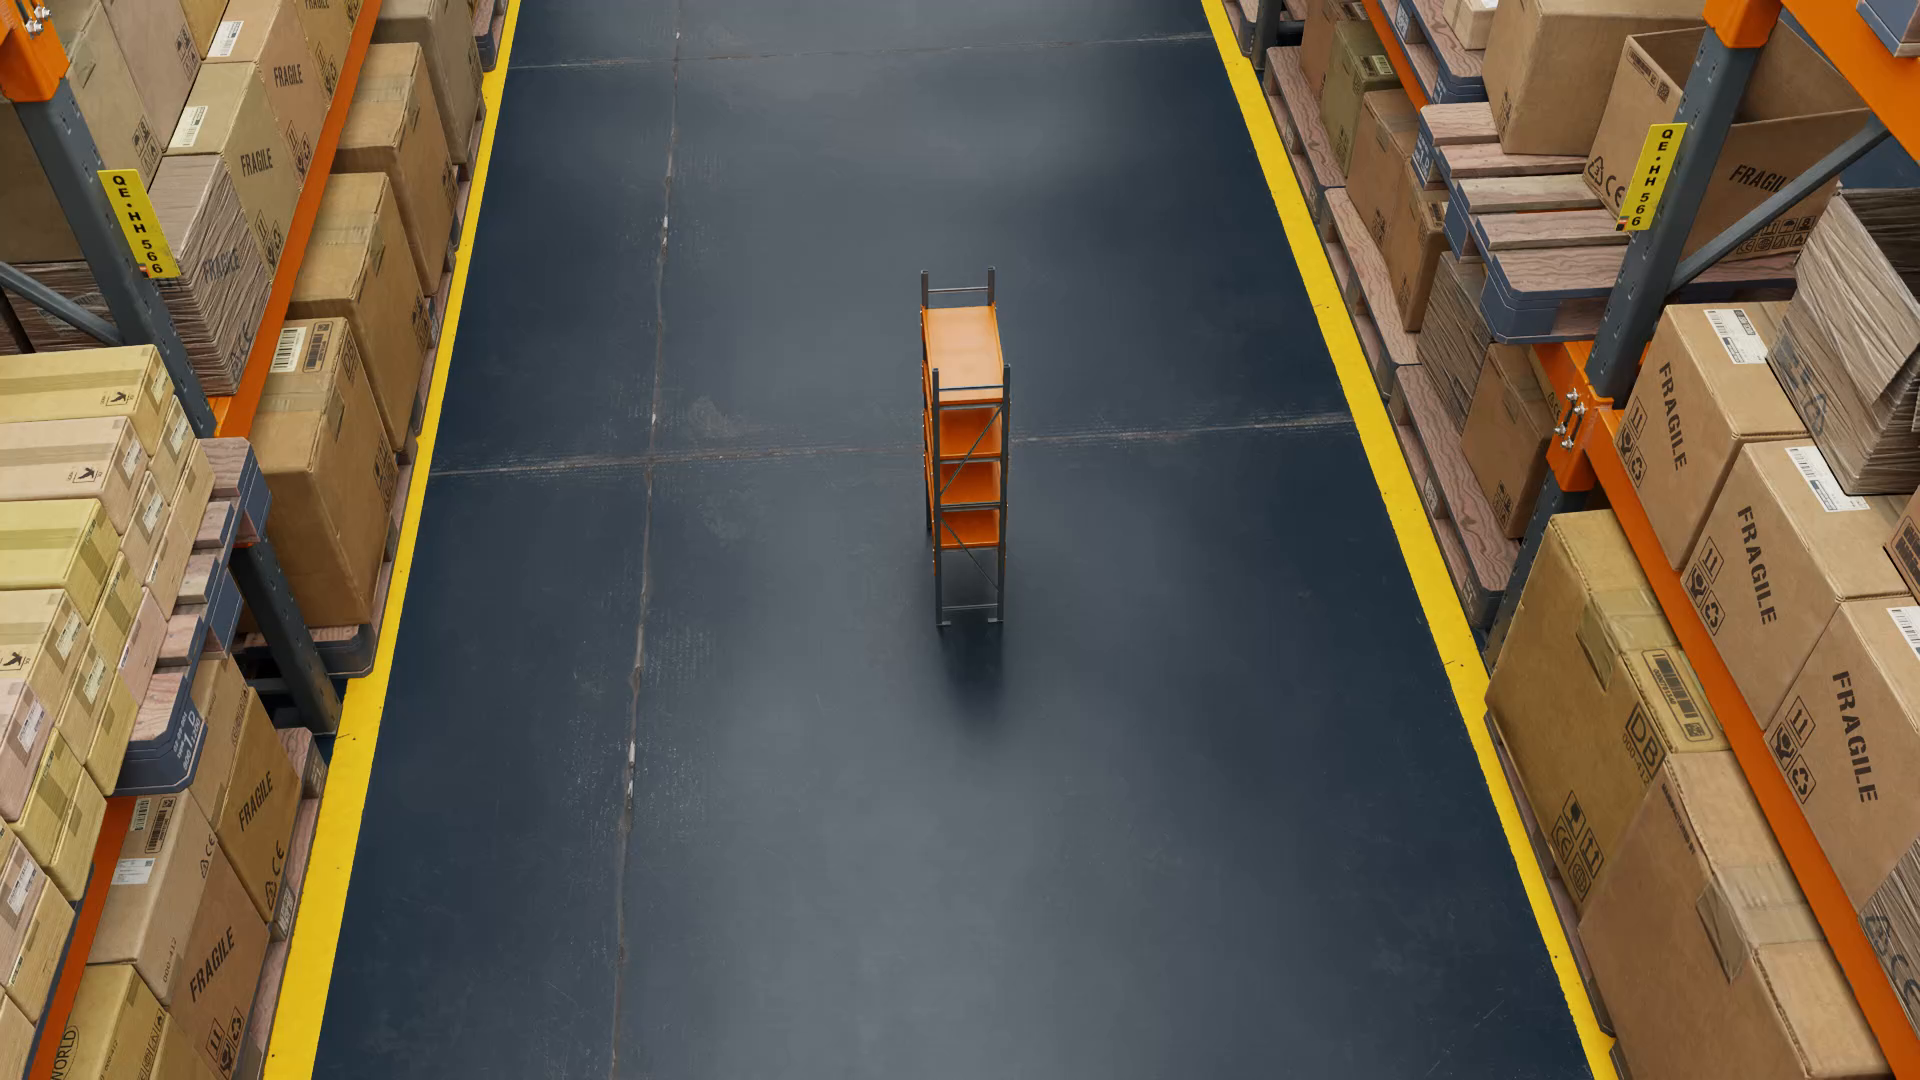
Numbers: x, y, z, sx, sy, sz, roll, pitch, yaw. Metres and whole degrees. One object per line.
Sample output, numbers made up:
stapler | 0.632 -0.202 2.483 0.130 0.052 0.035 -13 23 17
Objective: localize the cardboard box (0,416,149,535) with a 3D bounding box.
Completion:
cardboard box | -2.093 -0.136 3.787 0.380 0.149 0.250 -4 47 -4

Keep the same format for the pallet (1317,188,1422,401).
pallet | 2.178 -1.098 7.145 1.003 0.211 1.213 -3 47 -3

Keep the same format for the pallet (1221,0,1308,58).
pallet | 1.915 -3.030 8.974 1.003 0.211 1.213 -3 47 -3

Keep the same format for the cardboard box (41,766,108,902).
cardboard box | -2.028 0.629 3.472 0.380 0.149 0.250 -5 47 -5

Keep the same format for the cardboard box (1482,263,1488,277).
cardboard box | 2.201 -1.027 6.058 0.500 0.250 0.500 1 47 1

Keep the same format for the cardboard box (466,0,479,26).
cardboard box | -2.928 -3.150 8.341 0.875 0.875 0.875 -3 47 -3

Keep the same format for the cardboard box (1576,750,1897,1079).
cardboard box | 2.445 1.121 4.296 1.225 0.875 0.875 -3 47 -3

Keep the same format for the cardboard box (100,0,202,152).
cardboard box | -2.681 -1.452 4.802 0.700 0.500 0.500 -4 47 -4

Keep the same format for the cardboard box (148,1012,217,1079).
cardboard box | -2.194 1.550 4.148 0.500 0.500 0.500 -5 47 -5

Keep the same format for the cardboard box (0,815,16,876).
cardboard box | -2.006 0.617 3.073 0.380 0.149 0.250 -1 47 -1

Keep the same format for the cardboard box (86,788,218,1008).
cardboard box | -2.238 0.918 4.230 0.500 0.250 0.500 -3 47 -3

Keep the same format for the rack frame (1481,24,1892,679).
rack frame | 2.341 -0.611 4.763 1.000 3.000 0.127 -3 47 -3

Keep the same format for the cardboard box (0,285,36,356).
cardboard box | -2.915 -0.726 4.803 0.500 0.500 0.500 -3 47 -3

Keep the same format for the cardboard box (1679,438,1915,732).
cardboard box | 2.156 0.096 4.024 0.500 0.500 0.500 -5 47 -4

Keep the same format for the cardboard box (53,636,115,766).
cardboard box | -2.046 0.351 3.530 0.380 0.149 0.250 -3 47 -3

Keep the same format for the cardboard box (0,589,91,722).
cardboard box | -2.045 0.246 3.425 0.380 0.149 0.250 -2 47 -2

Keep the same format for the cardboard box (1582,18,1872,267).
cardboard box | 2.256 -1.178 4.942 0.500 0.500 0.500 -9 47 -8

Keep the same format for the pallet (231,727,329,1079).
pallet | -2.546 1.142 5.023 1.003 0.211 1.213 -3 47 -3

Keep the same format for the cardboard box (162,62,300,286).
cardboard box | -2.424 -1.126 5.181 0.500 0.500 0.500 -4 47 -4

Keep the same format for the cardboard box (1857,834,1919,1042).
cardboard box | 2.243 0.828 3.331 0.500 0.500 0.500 -3 47 -3

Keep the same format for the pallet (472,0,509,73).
pallet | -2.930 -2.873 8.825 1.003 0.211 1.213 -3 47 -3

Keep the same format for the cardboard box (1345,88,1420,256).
cardboard box | 2.105 -1.600 7.118 0.700 0.500 0.500 -7 47 -7

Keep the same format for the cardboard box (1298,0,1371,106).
cardboard box | 2.036 -2.351 7.829 0.700 0.500 0.500 -7 47 -6

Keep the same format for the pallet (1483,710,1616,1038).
pallet | 2.332 0.923 5.230 1.003 0.211 1.213 -3 47 -3

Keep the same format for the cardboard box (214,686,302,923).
cardboard box | -2.294 0.793 4.866 0.500 0.500 0.500 -4 47 -3

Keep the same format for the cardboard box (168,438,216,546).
cardboard box | -2.110 -0.112 4.173 0.380 0.149 0.250 -3 47 -3

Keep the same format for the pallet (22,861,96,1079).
pallet | -2.403 1.113 3.262 1.003 0.211 1.213 -3 47 -3

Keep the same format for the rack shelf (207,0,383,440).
rack shelf | -2.777 -1.582 6.178 1.077 0.370 4.000 -3 47 -3

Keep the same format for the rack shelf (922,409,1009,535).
rack shelf | 0.014 -0.247 5.750 0.258 0.148 0.480 -3 47 -3

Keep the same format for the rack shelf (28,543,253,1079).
rack shelf | -2.442 1.312 3.437 1.077 0.370 4.000 -3 47 -3

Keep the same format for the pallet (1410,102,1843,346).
pallet | 2.175 -1.054 5.314 1.213 0.211 1.003 -3 47 -3

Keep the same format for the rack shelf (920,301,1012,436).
rack shelf | 0.014 -0.563 5.416 0.258 0.148 0.480 -3 47 -3

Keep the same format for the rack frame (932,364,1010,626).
rack frame | 0.034 -0.116 5.534 0.240 1.200 0.015 -3 47 -3

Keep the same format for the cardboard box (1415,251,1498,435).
cardboard box | 2.206 -0.787 6.348 0.700 0.500 0.500 -7 47 -7

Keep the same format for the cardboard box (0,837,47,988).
cardboard box | -2.004 0.720 3.181 0.380 0.149 0.250 -2 47 -2

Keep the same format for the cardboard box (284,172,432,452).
cardboard box | -2.648 -0.832 6.232 1.050 0.750 0.750 -3 47 -3

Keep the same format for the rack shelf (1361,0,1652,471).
rack shelf | 2.174 -1.810 6.394 1.077 0.370 4.000 -3 47 -3

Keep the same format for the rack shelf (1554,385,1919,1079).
rack shelf | 2.509 1.084 3.653 1.077 0.370 4.000 -3 47 -3

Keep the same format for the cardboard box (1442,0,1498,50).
cardboard box | 1.933 -1.899 5.786 0.396 0.266 0.258 -5 47 -4

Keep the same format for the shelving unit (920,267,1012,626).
shelving unit | 0.014 -0.293 5.701 0.258 1.200 0.503 -3 47 -3

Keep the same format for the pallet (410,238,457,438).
pallet | -2.700 -0.879 6.937 1.003 0.211 1.213 -3 47 -3

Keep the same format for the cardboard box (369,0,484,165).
cardboard box | -2.803 -2.204 7.531 1.050 0.750 0.750 -4 47 -3

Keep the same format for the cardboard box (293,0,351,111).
cardboard box | -2.505 -1.851 5.868 0.500 0.500 0.500 -4 47 -4

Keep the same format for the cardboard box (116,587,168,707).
cardboard box | -2.069 0.254 3.827 0.380 0.149 0.250 -3 47 -3

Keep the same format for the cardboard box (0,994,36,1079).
cardboard box | -1.982 1.014 3.108 0.380 0.149 0.250 -5 47 -5

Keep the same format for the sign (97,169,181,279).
sign | -2.070 -0.793 4.192 0.100 0.325 0.005 -3 47 -3

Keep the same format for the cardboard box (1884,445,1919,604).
cardboard box | 2.438 0.011 3.413 0.797 0.503 0.637 -3 47 -2

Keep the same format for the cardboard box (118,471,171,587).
cardboard box | -2.091 -0.020 3.882 0.380 0.149 0.250 -2 47 -2
